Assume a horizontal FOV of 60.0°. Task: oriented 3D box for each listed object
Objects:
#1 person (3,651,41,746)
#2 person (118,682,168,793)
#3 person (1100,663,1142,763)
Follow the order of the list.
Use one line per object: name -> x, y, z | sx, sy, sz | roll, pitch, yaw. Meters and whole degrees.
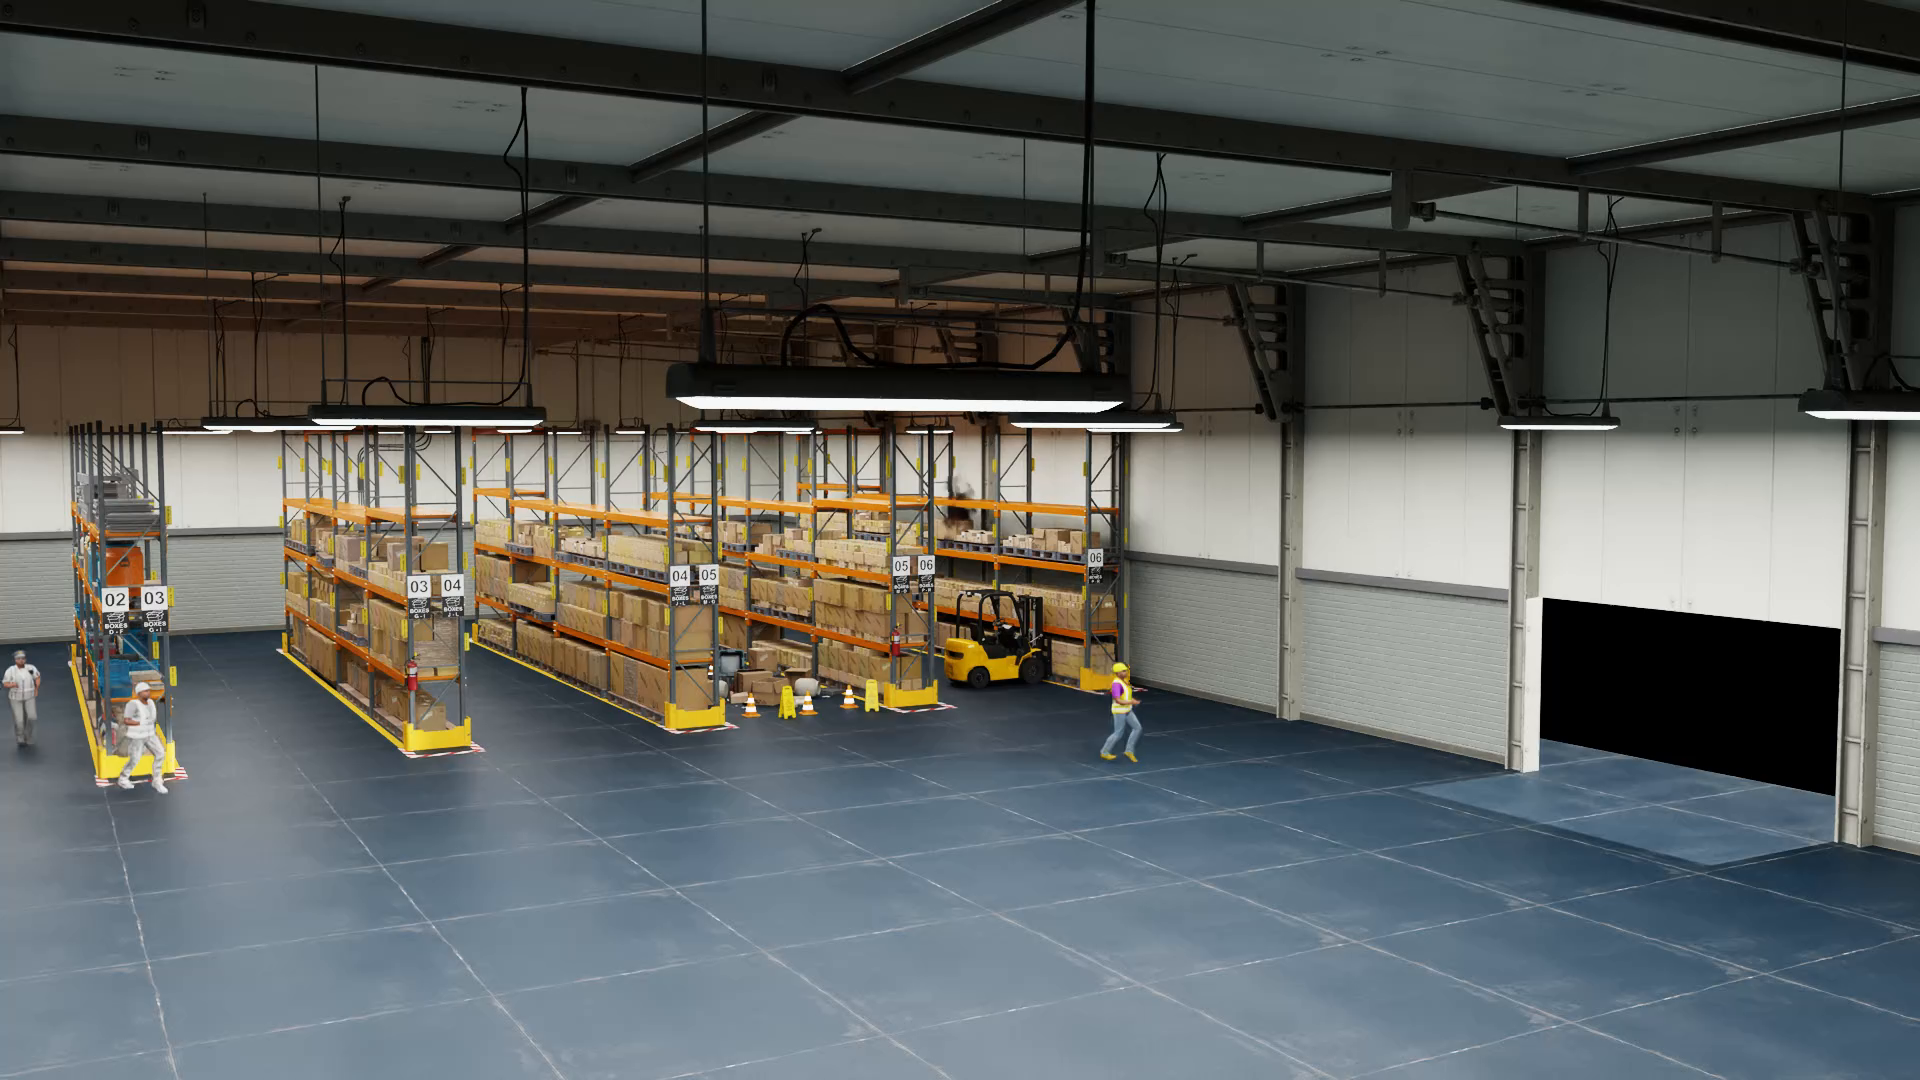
person -> -17.339, 2.948, 30.787 | 0.643, 1.810, 0.676 | -2, 4, -35
person -> -13.197, 3.187, 26.761 | 0.831, 1.808, 0.700 | 1, 4, 19
person -> 2.854, 3.053, 29.308 | 0.741, 1.794, 0.707 | 1, 4, 23
